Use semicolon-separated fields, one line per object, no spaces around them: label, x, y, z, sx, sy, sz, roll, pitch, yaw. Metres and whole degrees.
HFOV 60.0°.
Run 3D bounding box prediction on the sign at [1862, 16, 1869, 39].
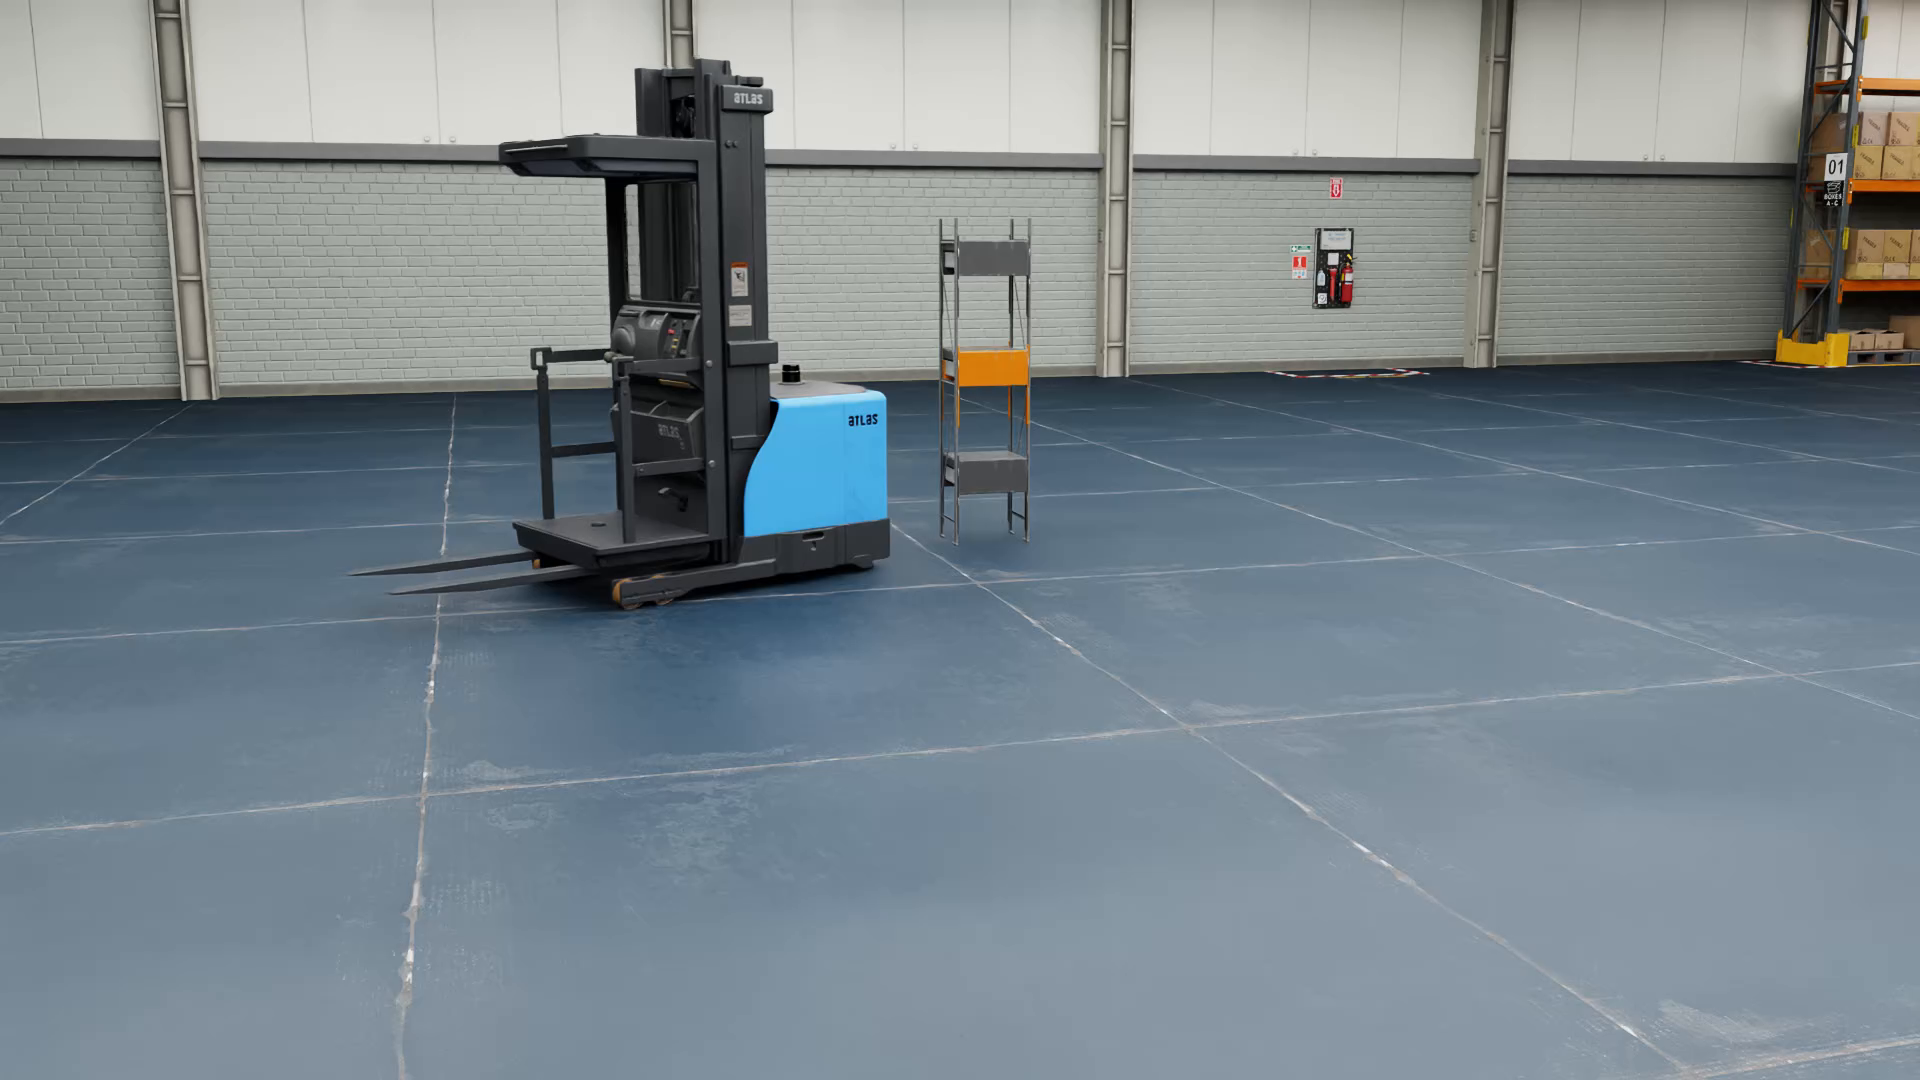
sign;13.419;-7.594;24.645;0.005;0.325;0.100;-3;11;-16

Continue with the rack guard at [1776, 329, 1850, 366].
rack guard;13.341;-3.014;26.040;0.348;0.500;1.175;-3;11;-16

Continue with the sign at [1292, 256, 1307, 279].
sign;4.994;-4.011;24.451;0.234;0.329;0.001;-3;11;-16

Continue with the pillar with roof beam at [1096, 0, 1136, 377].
pillar with roof beam;3.380;-6.020;18.895;0.400;9.000;9.100;-3;11;-16

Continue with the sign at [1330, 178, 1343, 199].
sign;5.518;-5.161;24.391;0.199;0.298;0.001;-3;11;-16

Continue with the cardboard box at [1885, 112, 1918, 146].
cardboard box;14.201;-6.260;25.386;0.500;0.500;0.500;-3;11;-17

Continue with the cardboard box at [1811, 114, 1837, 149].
cardboard box;13.609;-6.333;25.785;0.500;0.500;0.500;-3;11;-13

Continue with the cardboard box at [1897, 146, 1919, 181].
cardboard box;14.682;-5.796;25.626;0.500;0.500;0.500;-2;11;-13

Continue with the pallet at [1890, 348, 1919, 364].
pallet;15.300;-2.968;26.588;1.213;0.211;1.003;-3;11;-16

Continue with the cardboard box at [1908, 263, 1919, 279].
cardboard box;14.810;-4.199;25.929;0.500;0.250;0.500;-3;11;-17

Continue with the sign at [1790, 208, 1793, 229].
sign;13.132;-5.062;26.189;0.005;0.325;0.100;-3;11;-16

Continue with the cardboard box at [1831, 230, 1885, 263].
cardboard box;13.810;-4.517;25.584;0.500;0.500;0.500;-3;11;-16

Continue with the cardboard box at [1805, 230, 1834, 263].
cardboard box;13.661;-4.606;26.067;0.500;0.500;0.500;-3;11;-17

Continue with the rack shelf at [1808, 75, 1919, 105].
rack shelf;15.188;-6.936;25.865;4.000;0.370;1.077;-3;11;-16

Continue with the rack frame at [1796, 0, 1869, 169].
rack frame;13.268;-7.190;25.249;0.127;3.000;1.000;-3;11;-16

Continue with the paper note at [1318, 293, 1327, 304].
paper note;5.365;-3.573;24.605;0.142;0.148;0.016;-3;11;-16

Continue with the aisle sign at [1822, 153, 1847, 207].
aisle sign;13.283;-5.463;25.254;0.004;0.787;0.394;-3;11;-16

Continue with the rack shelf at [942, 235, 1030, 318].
rack shelf;0.159;-1.716;10.778;0.480;0.518;0.431;-3;11;-16

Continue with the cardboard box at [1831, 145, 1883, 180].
cardboard box;13.659;-5.748;25.366;0.500;0.500;0.500;-3;11;-14

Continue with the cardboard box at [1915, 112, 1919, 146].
cardboard box;14.690;-6.288;25.538;0.500;0.500;0.500;-3;11;-14

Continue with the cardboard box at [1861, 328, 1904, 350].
cardboard box;14.505;-3.182;26.258;0.500;0.311;0.500;-2;11;-11

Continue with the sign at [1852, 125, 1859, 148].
sign;13.420;-6.051;24.929;0.005;0.325;0.100;-3;11;-16

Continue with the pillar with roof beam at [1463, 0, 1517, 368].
pillar with roof beam;9.141;-6.324;20.544;0.400;9.000;9.100;-3;11;-16

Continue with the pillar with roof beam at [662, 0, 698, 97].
pillar with roof beam;-2.381;-5.717;17.246;0.400;9.000;9.100;-3;11;-16

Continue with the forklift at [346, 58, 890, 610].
forklift;-1.889;-1.172;9.317;3.031;2.935;1.130;-8;13;-38

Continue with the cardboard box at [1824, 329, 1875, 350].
cardboard box;13.957;-3.153;26.101;0.500;0.311;0.500;-4;11;-22

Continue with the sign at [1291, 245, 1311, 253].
sign;5.001;-4.270;24.396;0.331;0.109;0.001;-3;11;-16

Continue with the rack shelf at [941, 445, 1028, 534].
rack shelf;0.159;-0.339;11.031;0.480;0.518;0.431;-3;11;-16

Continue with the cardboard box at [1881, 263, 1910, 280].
cardboard box;14.320;-4.174;25.795;0.500;0.250;0.500;-3;11;-18

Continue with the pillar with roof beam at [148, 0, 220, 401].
pillar with roof beam;-8.142;-5.413;15.596;0.400;9.000;9.100;-3;11;-16

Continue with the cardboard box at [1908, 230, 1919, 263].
cardboard box;14.785;-4.565;25.846;0.500;0.500;0.500;-3;11;-18

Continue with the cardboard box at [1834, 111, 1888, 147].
cardboard box;13.706;-6.243;25.296;0.500;0.500;0.500;-4;11;-20

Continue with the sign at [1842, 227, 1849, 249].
sign;13.420;-4.571;25.202;0.005;0.325;0.100;-3;11;-16

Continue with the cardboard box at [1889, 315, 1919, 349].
cardboard box;15.223;-3.304;26.395;0.500;0.500;0.700;-4;11;-20

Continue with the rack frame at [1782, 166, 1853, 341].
rack frame;13.268;-4.240;25.792;0.127;3.000;1.000;-3;11;-16

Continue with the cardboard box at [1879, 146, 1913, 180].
cardboard box;14.184;-5.769;25.480;0.500;0.500;0.500;-2;11;-12

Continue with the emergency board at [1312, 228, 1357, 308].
emergency board;5.554;-4.004;24.509;0.643;1.169;0.194;-3;11;-16

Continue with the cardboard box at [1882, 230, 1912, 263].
cardboard box;14.287;-4.540;25.710;0.500;0.500;0.500;-3;11;-16

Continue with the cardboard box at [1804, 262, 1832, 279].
cardboard box;13.662;-4.233;26.116;0.500;0.250;0.500;-3;11;-15

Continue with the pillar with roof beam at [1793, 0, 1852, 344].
pillar with roof beam;14.901;-6.628;22.193;0.400;9.000;9.100;-3;11;-16

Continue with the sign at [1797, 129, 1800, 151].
sign;13.132;-6.248;25.970;0.005;0.325;0.100;-3;11;-16

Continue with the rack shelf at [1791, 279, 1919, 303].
rack shelf;15.188;-3.987;26.407;4.000;0.370;1.077;-3;11;-16

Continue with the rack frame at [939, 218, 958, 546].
rack frame;-0.075;-1.029;10.835;0.015;2.100;0.400;-3;11;-16

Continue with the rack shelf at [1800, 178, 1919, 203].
rack shelf;15.188;-5.462;26.136;4.000;0.370;1.077;-3;11;-16

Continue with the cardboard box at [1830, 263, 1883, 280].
cardboard box;13.825;-4.145;25.639;0.500;0.250;0.500;-3;11;-18

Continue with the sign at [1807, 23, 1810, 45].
sign;13.132;-7.825;25.680;0.005;0.325;0.100;-3;11;-16

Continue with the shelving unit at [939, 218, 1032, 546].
shelving unit;0.159;-1.041;10.902;0.503;2.100;0.431;-3;11;-16

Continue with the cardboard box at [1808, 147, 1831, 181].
cardboard box;13.598;-5.839;25.864;0.500;0.500;0.500;-2;11;-12

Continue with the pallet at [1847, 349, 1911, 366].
pallet;14.131;-2.907;26.256;1.213;0.211;1.003;-3;11;-16

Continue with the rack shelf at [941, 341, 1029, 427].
rack shelf;0.159;-1.028;10.904;0.480;0.518;0.431;-3;11;-16

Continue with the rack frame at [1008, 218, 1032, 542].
rack frame;0.393;-1.053;10.969;0.015;2.100;0.400;-3;11;-16
